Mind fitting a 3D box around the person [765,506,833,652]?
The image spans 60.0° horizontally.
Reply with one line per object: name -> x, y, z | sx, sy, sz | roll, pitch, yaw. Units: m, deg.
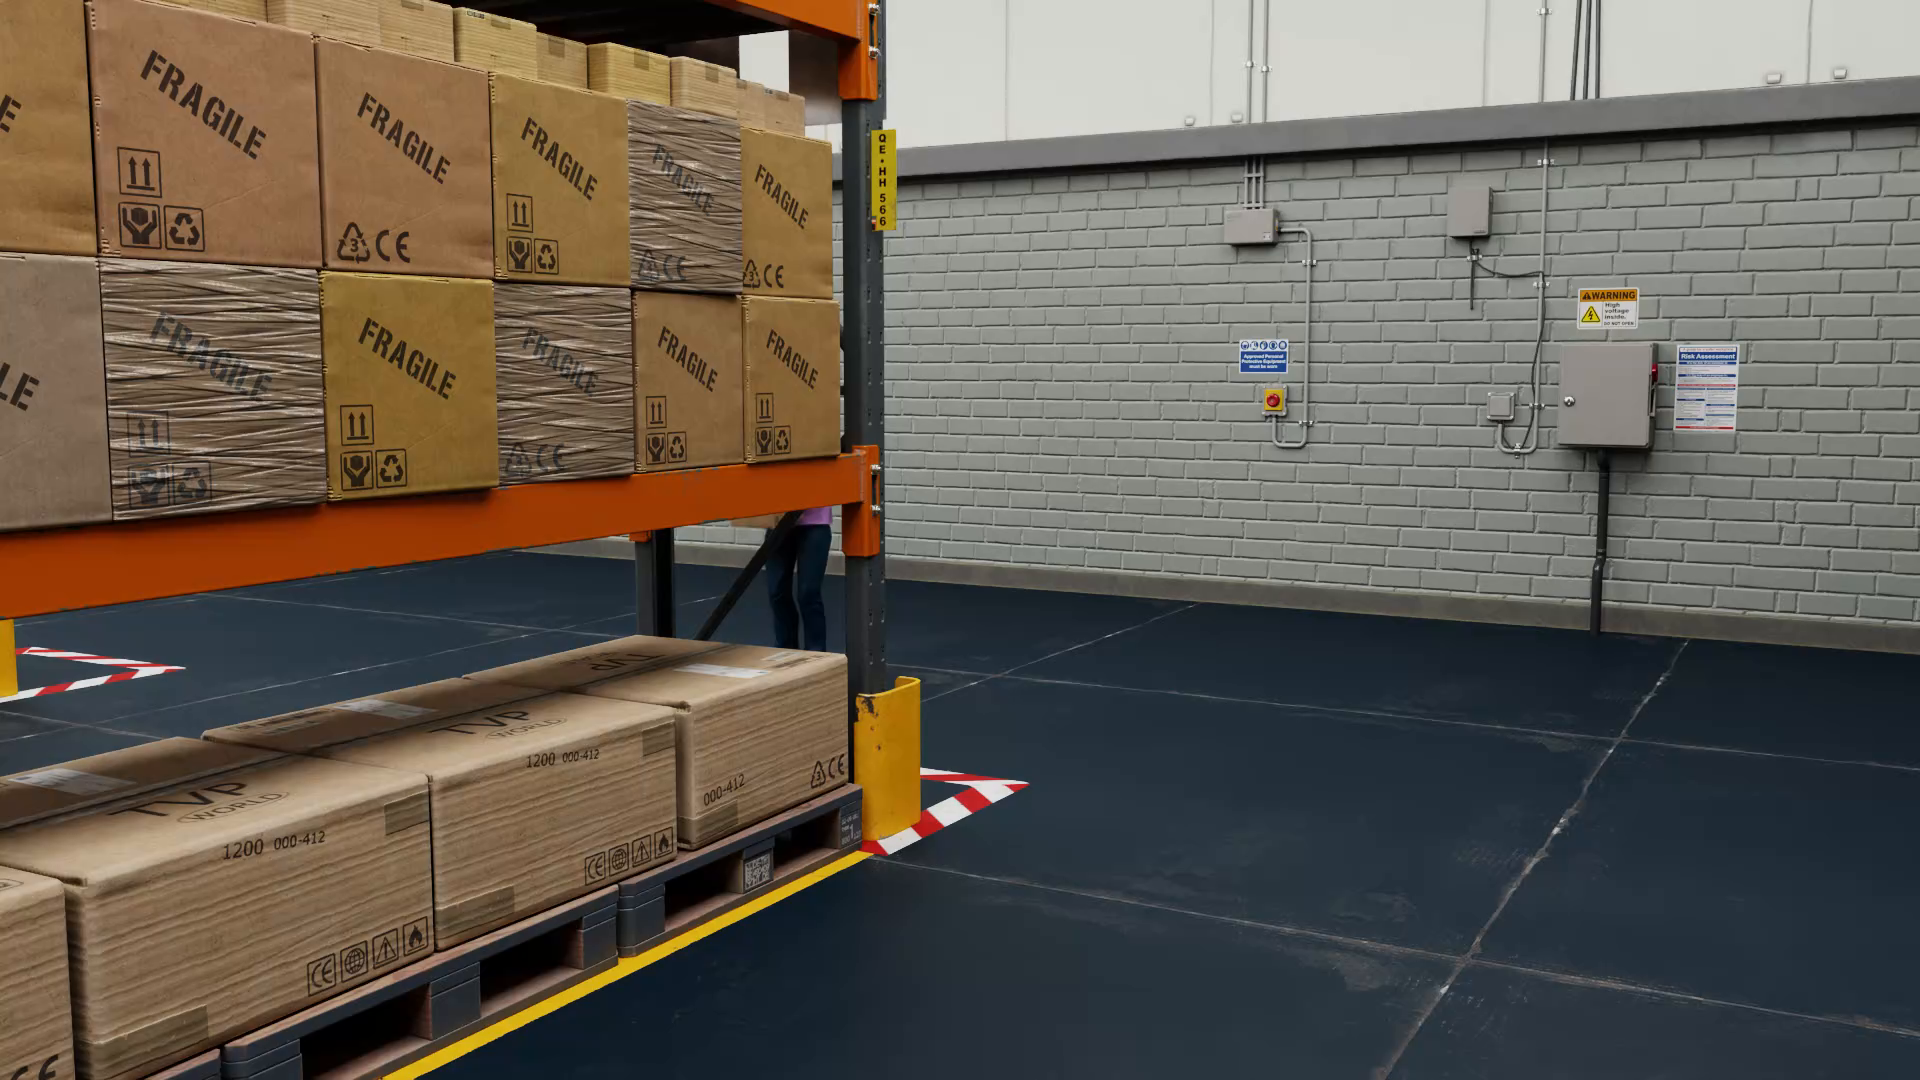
person -> -0.836, -0.052, 8.076 | 0.403, 1.595, 0.495 | 3, 7, 29
